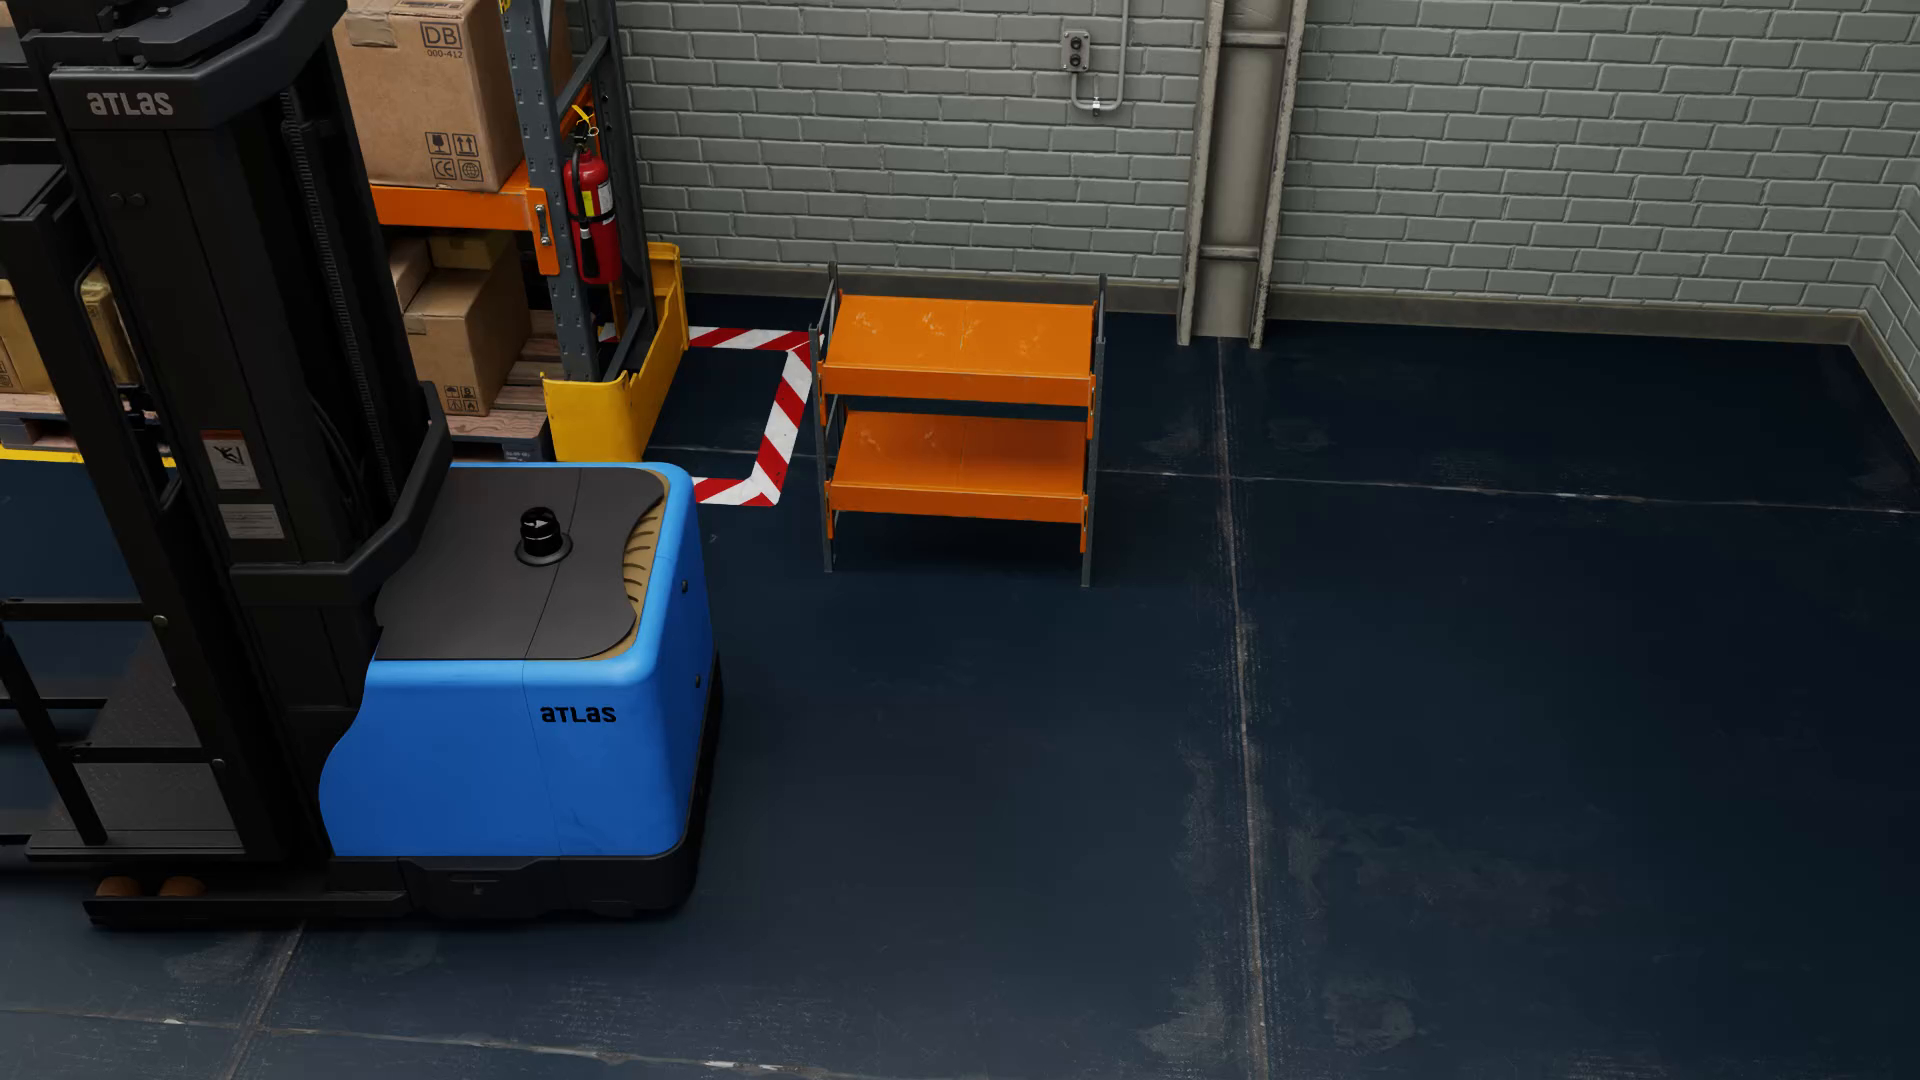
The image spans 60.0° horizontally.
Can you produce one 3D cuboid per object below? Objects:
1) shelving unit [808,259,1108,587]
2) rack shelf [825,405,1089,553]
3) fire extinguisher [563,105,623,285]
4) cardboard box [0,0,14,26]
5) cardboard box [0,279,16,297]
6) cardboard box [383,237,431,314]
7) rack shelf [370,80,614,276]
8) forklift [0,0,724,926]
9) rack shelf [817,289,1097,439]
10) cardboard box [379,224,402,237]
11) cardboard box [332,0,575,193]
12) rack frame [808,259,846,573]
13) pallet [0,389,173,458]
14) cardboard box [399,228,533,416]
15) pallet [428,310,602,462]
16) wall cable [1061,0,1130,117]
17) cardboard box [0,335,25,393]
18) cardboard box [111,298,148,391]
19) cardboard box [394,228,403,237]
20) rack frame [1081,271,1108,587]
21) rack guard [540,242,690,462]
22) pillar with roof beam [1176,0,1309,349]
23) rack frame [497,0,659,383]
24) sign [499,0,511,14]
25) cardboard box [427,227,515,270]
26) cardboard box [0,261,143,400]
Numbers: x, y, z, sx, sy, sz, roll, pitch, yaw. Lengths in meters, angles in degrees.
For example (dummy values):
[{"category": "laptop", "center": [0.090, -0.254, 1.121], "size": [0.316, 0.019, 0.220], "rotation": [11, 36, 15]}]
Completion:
[{"category": "shelving unit", "center": [0.007, -0.436, 6.394], "size": [1.048, 1.125, 0.538], "rotation": [3, 39, 4]}, {"category": "rack shelf", "center": [0.007, -0.246, 6.549], "size": [1.000, 0.278, 0.538], "rotation": [3, 39, 4]}, {"category": "fire extinguisher", "center": [-1.412, -1.306, 6.335], "size": [0.183, 0.674, 0.296], "rotation": [3, 39, 4]}, {"category": "cardboard box", "center": [-3.516, -1.997, 6.590], "size": [0.700, 0.700, 0.980], "rotation": [1, 39, 2]}, {"category": "cardboard box", "center": [-3.925, -1.175, 6.951], "size": [0.250, 0.149, 0.380], "rotation": [2, 39, 3]}, {"category": "cardboard box", "center": [-2.372, -1.092, 6.849], "size": [0.250, 0.149, 0.380], "rotation": [3, 39, 3]}, {"category": "rack shelf", "center": [-3.515, -1.609, 6.921], "size": [4.000, 0.370, 1.077], "rotation": [3, 39, 4]}, {"category": "forklift", "center": [-2.359, -0.254, 4.740], "size": [3.031, 2.935, 1.130], "rotation": [0, 39, 0]}, {"category": "rack shelf", "center": [0.007, -0.663, 6.210], "size": [1.000, 0.278, 0.538], "rotation": [3, 39, 4]}, {"category": "cardboard box", "center": [-2.591, -1.346, 7.161], "size": [0.250, 0.149, 0.380], "rotation": [3, 39, 4]}, {"category": "cardboard box", "center": [-2.031, -1.917, 6.492], "size": [0.700, 0.700, 0.980], "rotation": [5, 39, 6]}, {"category": "rack frame", "center": [-0.500, -0.464, 6.428], "size": [0.032, 1.125, 0.500], "rotation": [3, 39, 4]}, {"category": "pallet", "center": [-3.537, -0.760, 7.517], "size": [1.213, 0.211, 1.003], "rotation": [3, 39, 4]}, {"category": "cardboard box", "center": [-2.228, -0.948, 7.186], "size": [0.500, 0.500, 0.700], "rotation": [3, 39, 4]}, {"category": "pallet", "center": [-2.325, -0.692, 7.433], "size": [1.213, 0.211, 1.003], "rotation": [3, 39, 4]}, {"category": "wall cable", "center": [-0.165, -2.699, 6.885], "size": [1.851, 1.984, 0.084], "rotation": [3, 39, 4]}, {"category": "cardboard box", "center": [-4.271, -1.056, 7.319], "size": [0.500, 0.500, 0.700], "rotation": [3, 39, 3]}, {"category": "cardboard box", "center": [-3.228, -1.002, 7.253], "size": [0.500, 0.500, 0.700], "rotation": [2, 39, 2]}, {"category": "cardboard box", "center": [-2.727, -0.975, 7.220], "size": [0.500, 0.500, 0.700], "rotation": [3, 39, 4]}, {"category": "rack frame", "center": [0.513, -0.408, 6.360], "size": [0.032, 1.125, 0.500], "rotation": [3, 39, 4]}, {"category": "rack guard", "center": [-1.498, -0.809, 7.347], "size": [0.348, 0.500, 1.175], "rotation": [3, 39, 4]}, {"category": "pillar with roof beam", "center": [0.871, -1.796, 1.828], "size": [0.400, 9.000, 9.100], "rotation": [3, 39, 4]}, {"category": "rack frame", "center": [-1.522, -1.779, 6.560], "size": [0.127, 3.000, 1.000], "rotation": [3, 39, 4]}, {"category": "sign", "center": [-1.583, -1.980, 5.701], "size": [0.005, 0.325, 0.100], "rotation": [3, 39, 4]}, {"category": "cardboard box", "center": [-2.086, -1.319, 7.128], "size": [0.250, 0.149, 0.380], "rotation": [3, 39, 4]}, {"category": "cardboard box", "center": [-3.760, -1.027, 7.283], "size": [0.500, 0.500, 0.700], "rotation": [4, 39, 5]}]
